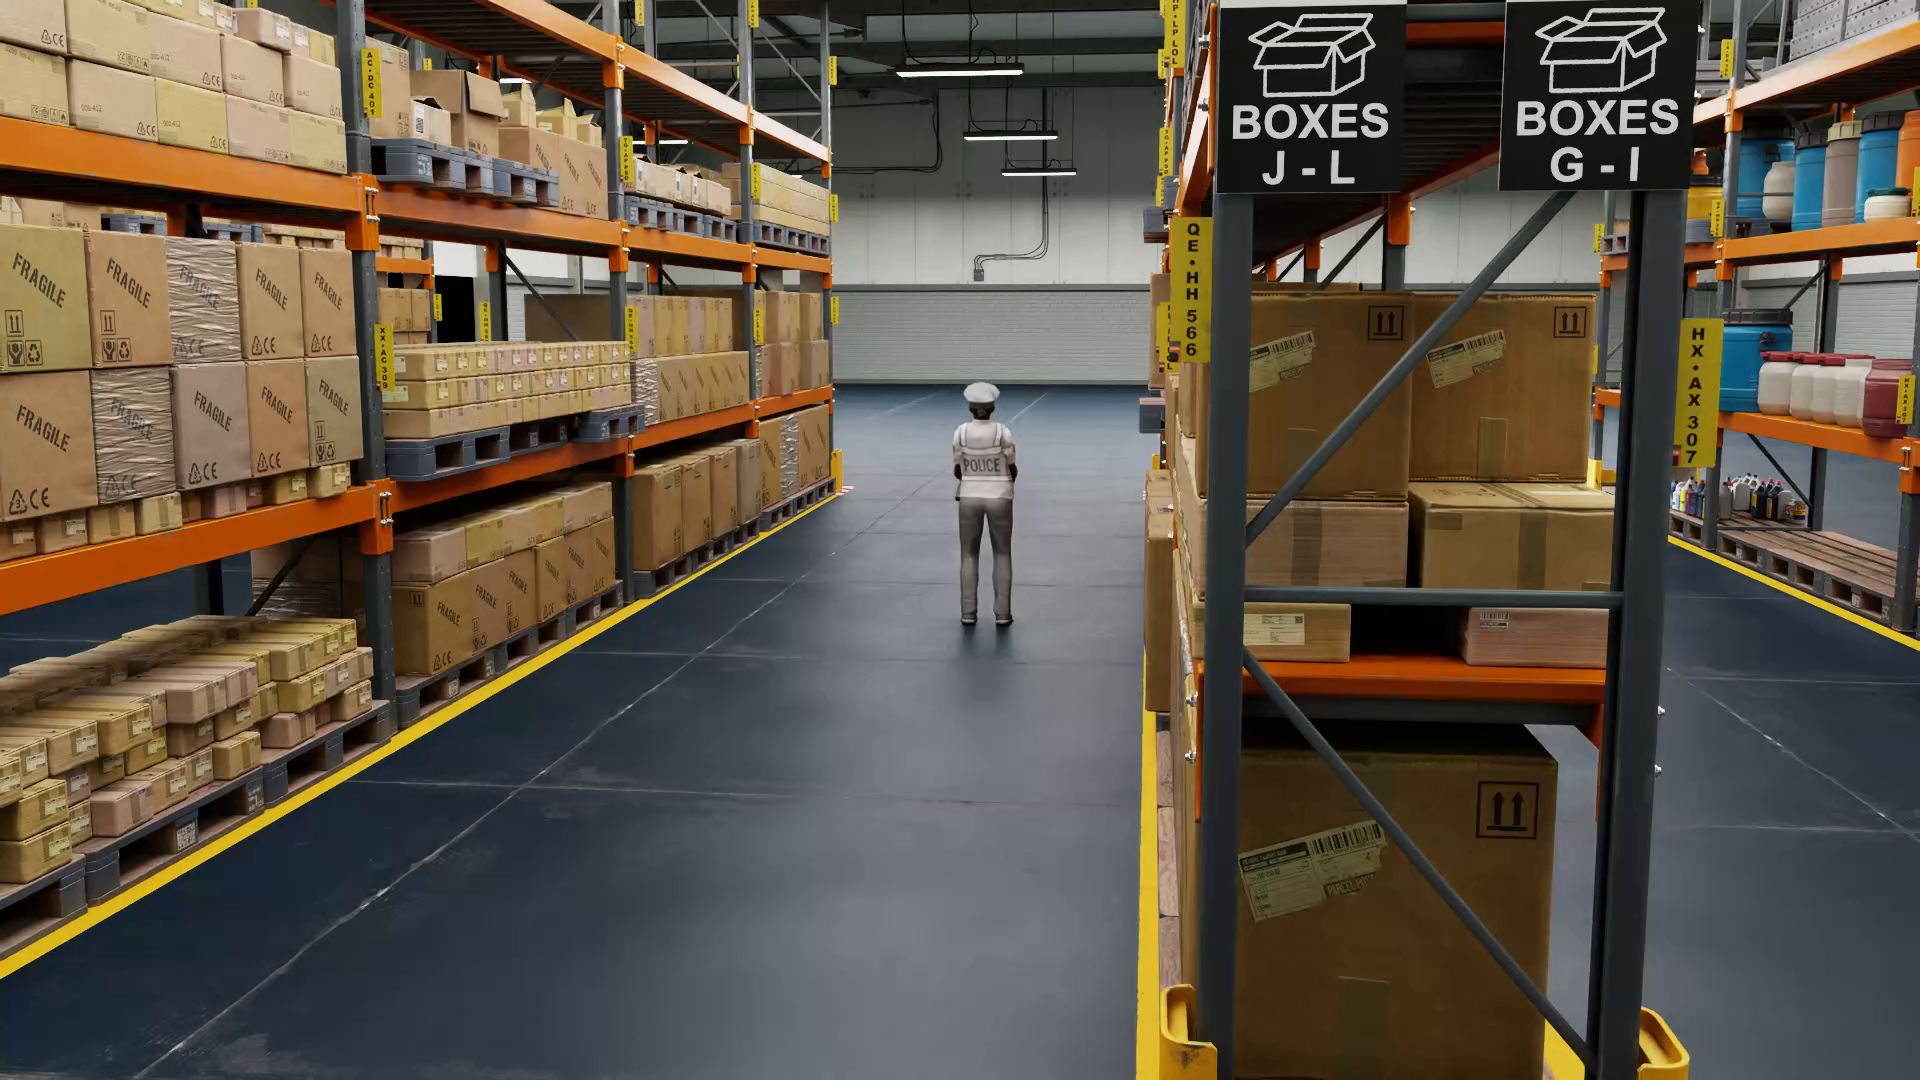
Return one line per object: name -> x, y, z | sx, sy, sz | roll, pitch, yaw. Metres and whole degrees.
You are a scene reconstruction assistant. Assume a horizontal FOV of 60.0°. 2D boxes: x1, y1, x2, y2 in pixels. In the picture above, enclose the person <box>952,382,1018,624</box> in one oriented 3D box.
person -> 0.183, -0.264, 11.645 | 0.449, 1.689, 0.538 | 1, 8, 6
